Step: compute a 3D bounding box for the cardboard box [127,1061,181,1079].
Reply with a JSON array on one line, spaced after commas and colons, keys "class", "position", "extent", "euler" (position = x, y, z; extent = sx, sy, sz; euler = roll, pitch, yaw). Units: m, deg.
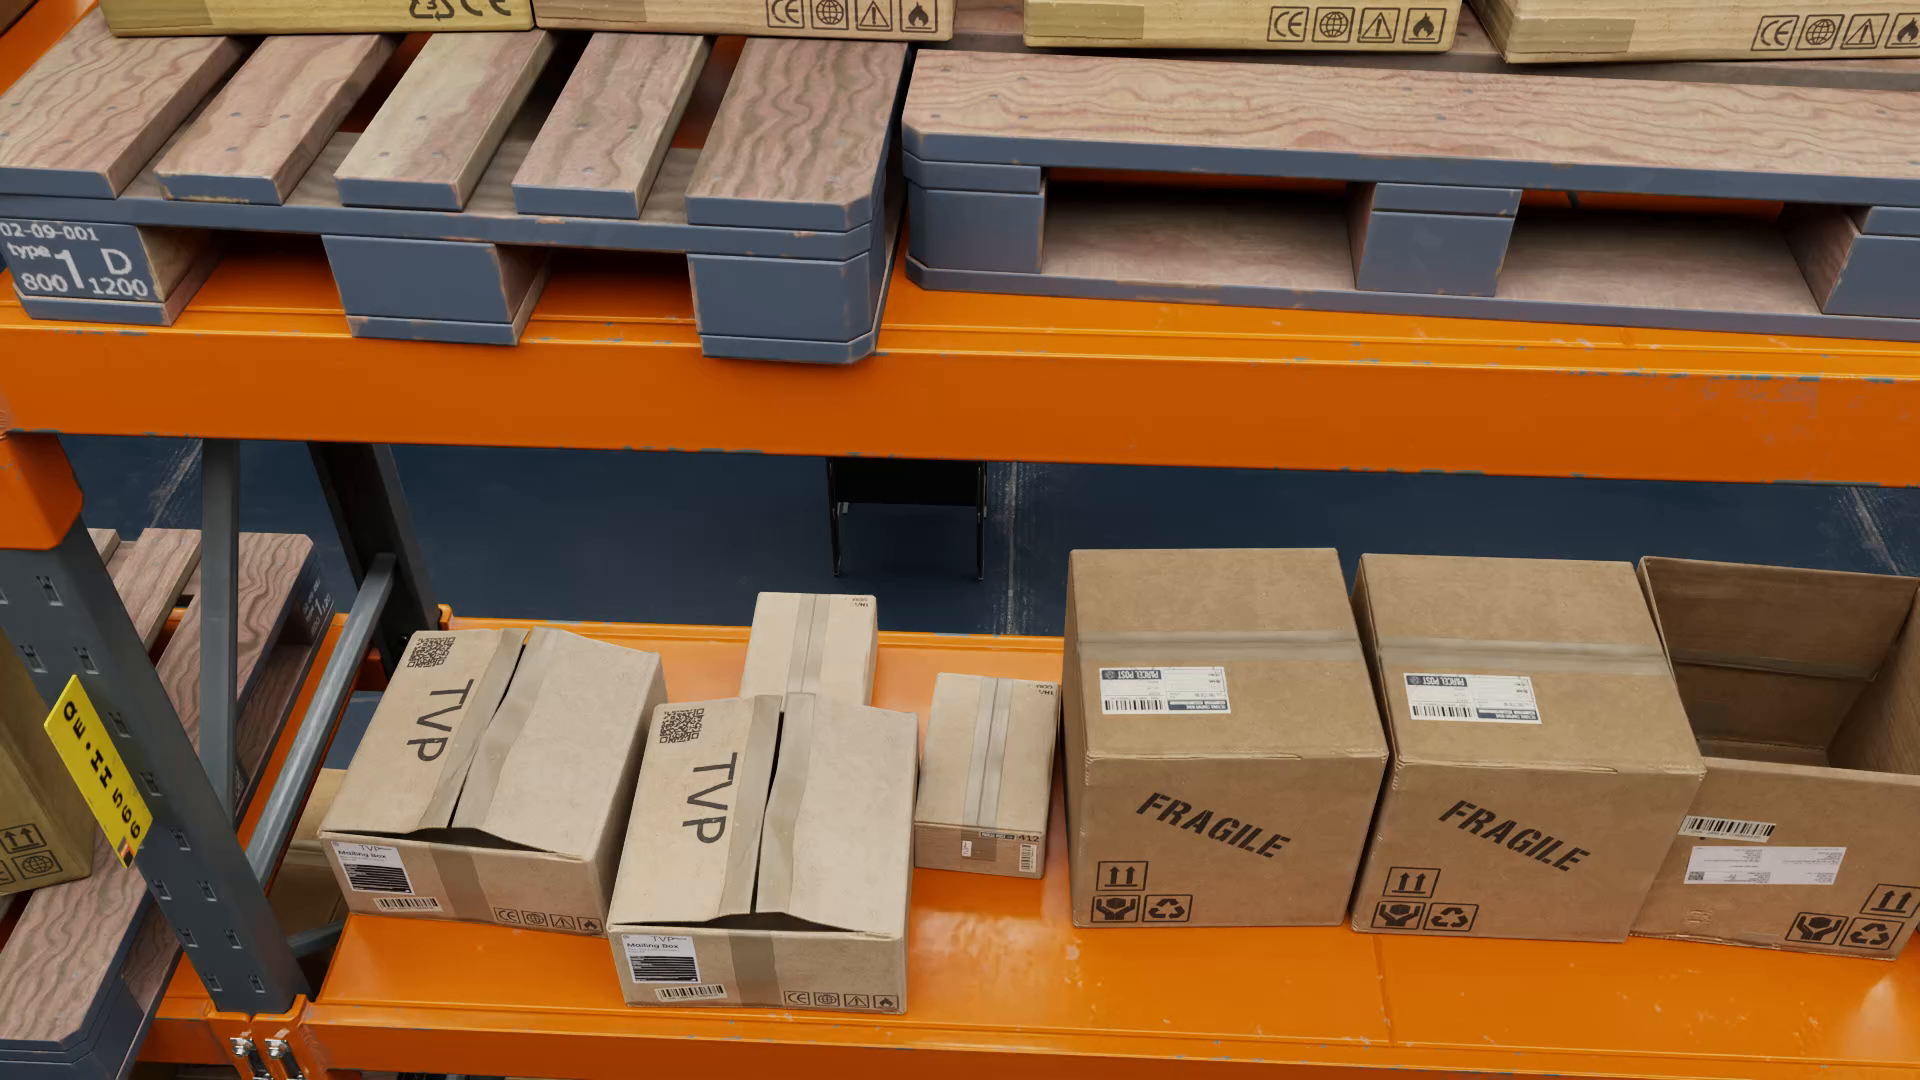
[{"class": "cardboard box", "position": [-2.166, 1.246, 3.723], "extent": [0.500, 0.500, 0.500], "euler": [3, 43, 4]}]

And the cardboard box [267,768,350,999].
[{"class": "cardboard box", "position": [-1.663, 0.906, 4.088], "extent": [0.500, 0.500, 0.500], "euler": [3, 43, 4]}]

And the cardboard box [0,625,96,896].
[{"class": "cardboard box", "position": [-1.855, 0.228, 2.923], "extent": [0.500, 0.500, 0.700], "euler": [-12, 44, -12]}]

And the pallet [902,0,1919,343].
[{"class": "pallet", "position": [0.578, -0.675, 2.212], "extent": [1.213, 0.211, 1.003], "euler": [4, 43, 4]}]

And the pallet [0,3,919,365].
[{"class": "pallet", "position": [-0.539, -0.707, 2.247], "extent": [1.003, 0.211, 1.213], "euler": [4, 43, 4]}]

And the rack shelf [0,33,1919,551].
[{"class": "rack shelf", "position": [0.777, -0.412, 2.319], "extent": [4.000, 0.370, 1.077], "euler": [2, 43, 2]}]

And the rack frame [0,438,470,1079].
[{"class": "rack frame", "position": [-1.221, 0.361, 3.162], "extent": [0.127, 3.000, 1.000], "euler": [2, 43, 2]}]

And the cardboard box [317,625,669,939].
[{"class": "cardboard box", "position": [-0.860, 0.435, 3.148], "extent": [0.500, 0.311, 0.500], "euler": [4, 43, 5]}]

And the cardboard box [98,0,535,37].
[{"class": "cardboard box", "position": [-0.765, -0.860, 2.073], "extent": [0.500, 0.250, 0.500], "euler": [-1, 43, -1]}]

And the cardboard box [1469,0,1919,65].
[{"class": "cardboard box", "position": [0.868, -0.813, 2.023], "extent": [0.500, 0.250, 0.500], "euler": [-2, 43, -2]}]

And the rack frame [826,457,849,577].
[{"class": "rack frame", "position": [-0.409, -0.781, 5.048], "extent": [0.015, 2.100, 0.400], "euler": [2, 43, 2]}]

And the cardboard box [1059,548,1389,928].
[{"class": "cardboard box", "position": [0.456, 0.365, 3.084], "extent": [0.500, 0.500, 0.500], "euler": [0, 43, 0]}]

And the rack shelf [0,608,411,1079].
[{"class": "rack shelf", "position": [-3.219, 0.563, 3.473], "extent": [4.000, 0.370, 1.077], "euler": [2, 43, 2]}]

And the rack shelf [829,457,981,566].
[{"class": "rack shelf", "position": [-0.165, -0.251, 5.526], "extent": [0.480, 0.518, 0.431], "euler": [2, 43, 2]}]

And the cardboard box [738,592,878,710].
[{"class": "cardboard box", "position": [-0.310, 0.293, 3.420], "extent": [0.250, 0.149, 0.380], "euler": [2, 43, 2]}]

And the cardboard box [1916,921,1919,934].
[{"class": "cardboard box", "position": [1.888, 0.631, 2.970], "extent": [0.258, 0.266, 0.396], "euler": [1, 43, 1]}]

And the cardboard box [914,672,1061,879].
[{"class": "cardboard box", "position": [0.055, 0.454, 3.246], "extent": [0.250, 0.149, 0.380], "euler": [5, 43, 5]}]

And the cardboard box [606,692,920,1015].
[{"class": "cardboard box", "position": [-0.336, 0.553, 3.021], "extent": [0.500, 0.311, 0.500], "euler": [1, 43, 1]}]

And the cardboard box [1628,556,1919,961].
[{"class": "cardboard box", "position": [1.482, 0.397, 3.050], "extent": [0.500, 0.500, 0.500], "euler": [5, 43, 5]}]

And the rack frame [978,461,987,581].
[{"class": "rack frame", "position": [0.078, -0.766, 5.032], "extent": [0.015, 2.100, 0.400], "euler": [2, 43, 2]}]

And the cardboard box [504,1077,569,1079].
[{"class": "cardboard box", "position": [-0.711, 1.224, 3.533], "extent": [0.500, 0.311, 0.500], "euler": [3, 43, 3]}]

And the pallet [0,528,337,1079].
[{"class": "pallet", "position": [-1.901, 0.458, 3.198], "extent": [1.003, 0.211, 1.213], "euler": [2, 43, 2]}]

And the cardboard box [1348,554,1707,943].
[{"class": "cardboard box", "position": [0.982, 0.381, 3.067], "extent": [0.500, 0.500, 0.500], "euler": [2, 43, 2]}]

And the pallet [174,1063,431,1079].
[{"class": "pallet", "position": [-1.965, 1.333, 4.164], "extent": [1.213, 0.211, 1.003], "euler": [2, 43, 2]}]

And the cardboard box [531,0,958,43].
[{"class": "cardboard box", "position": [-0.241, -0.856, 2.069], "extent": [0.500, 0.250, 0.500], "euler": [3, 43, 3]}]

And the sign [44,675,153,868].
[{"class": "sign", "position": [-1.236, 0.336, 2.397], "extent": [0.005, 0.325, 0.100], "euler": [2, 43, 2]}]

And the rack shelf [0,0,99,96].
[{"class": "rack shelf", "position": [-3.219, -0.535, 2.450], "extent": [4.000, 0.370, 1.077], "euler": [2, 43, 2]}]

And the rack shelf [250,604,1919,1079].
[{"class": "rack shelf", "position": [0.777, 0.686, 3.341], "extent": [4.000, 0.370, 1.077], "euler": [2, 43, 2]}]

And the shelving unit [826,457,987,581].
[{"class": "shelving unit", "position": [-0.165, -0.773, 5.040], "extent": [0.503, 2.100, 0.431], "euler": [2, 43, 2]}]

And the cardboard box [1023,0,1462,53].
[{"class": "cardboard box", "position": [0.330, -0.831, 2.042], "extent": [0.500, 0.250, 0.500], "euler": [1, 43, 1]}]
